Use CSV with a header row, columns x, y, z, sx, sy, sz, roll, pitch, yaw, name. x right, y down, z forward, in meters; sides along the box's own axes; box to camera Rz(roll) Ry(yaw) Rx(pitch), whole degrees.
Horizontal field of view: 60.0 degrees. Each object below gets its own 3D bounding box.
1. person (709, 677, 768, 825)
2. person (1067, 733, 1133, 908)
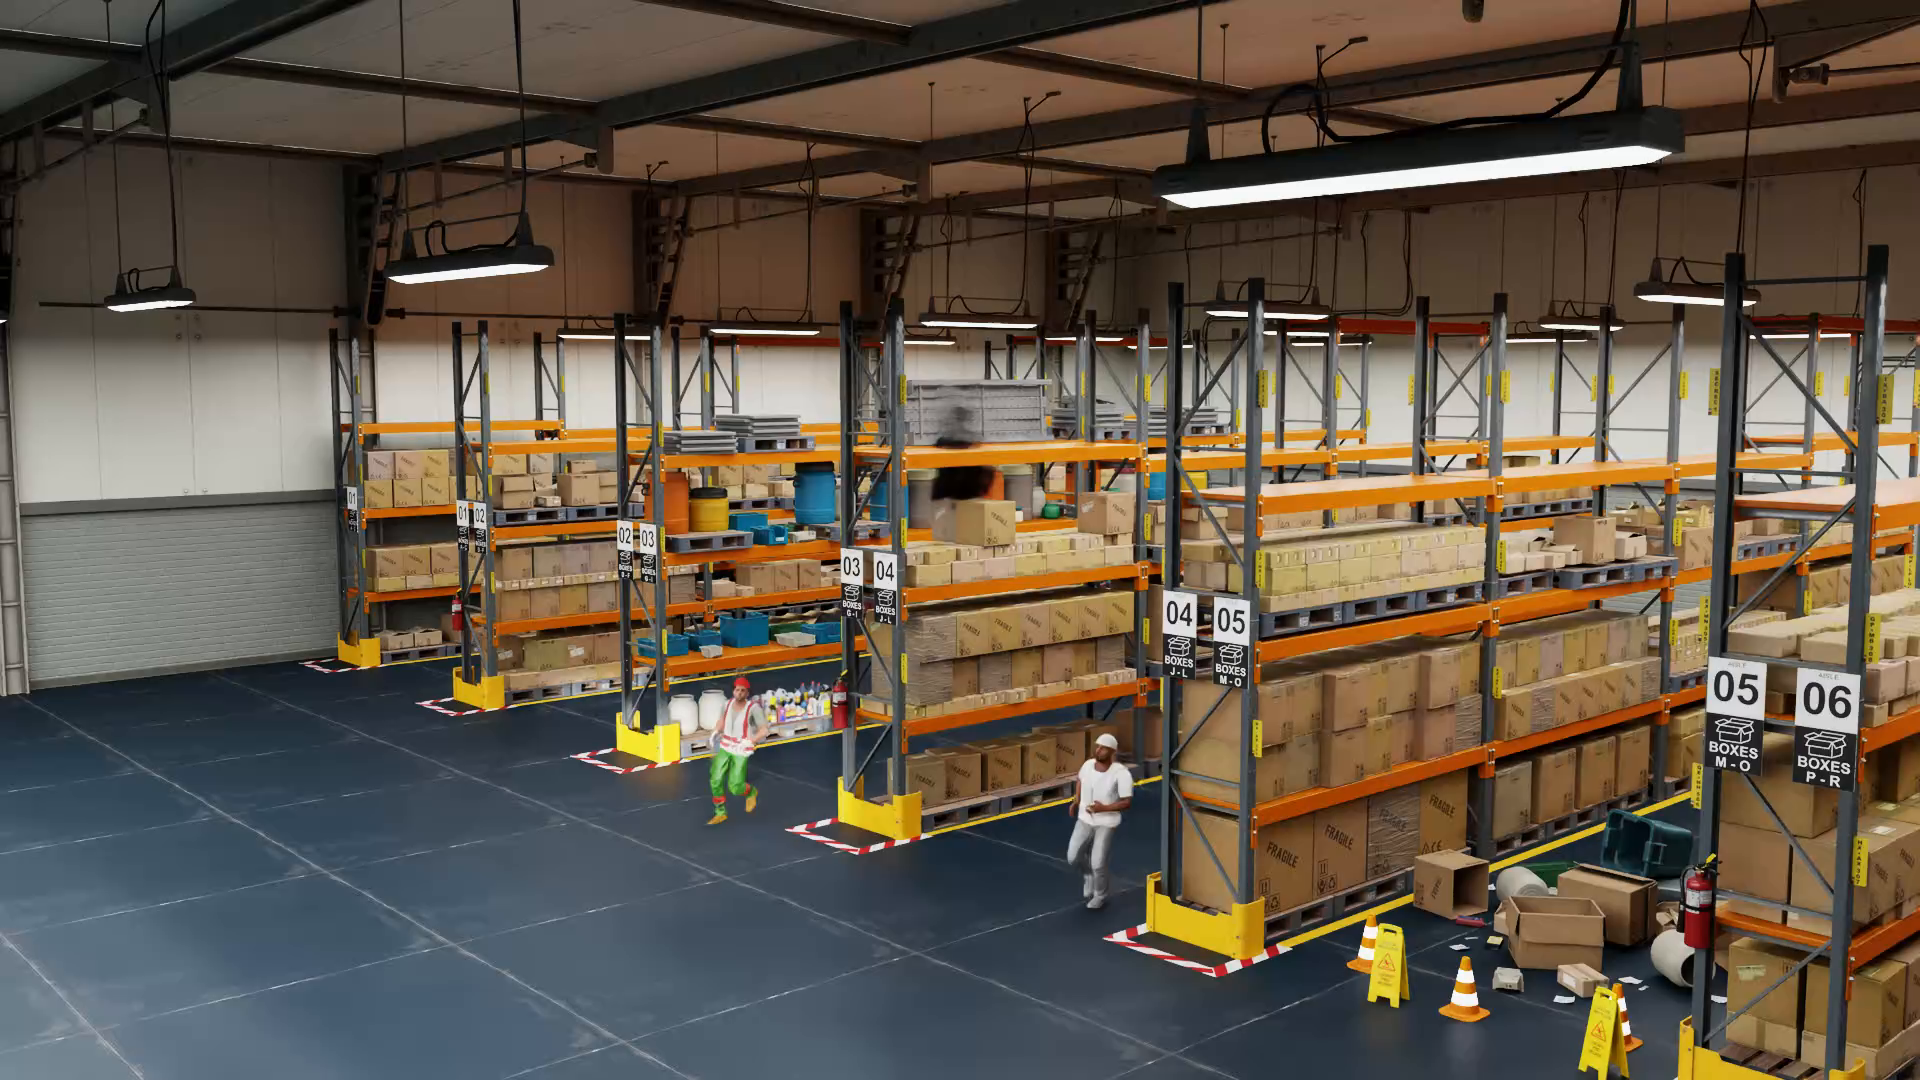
x,y,z,sx,sy,sz,roll,pitch,yaw,name
-2.551,2.426,19.256,0.671,1.708,0.605,3,6,26,person
1.334,2.727,16.099,0.696,1.712,0.607,3,7,31,person
